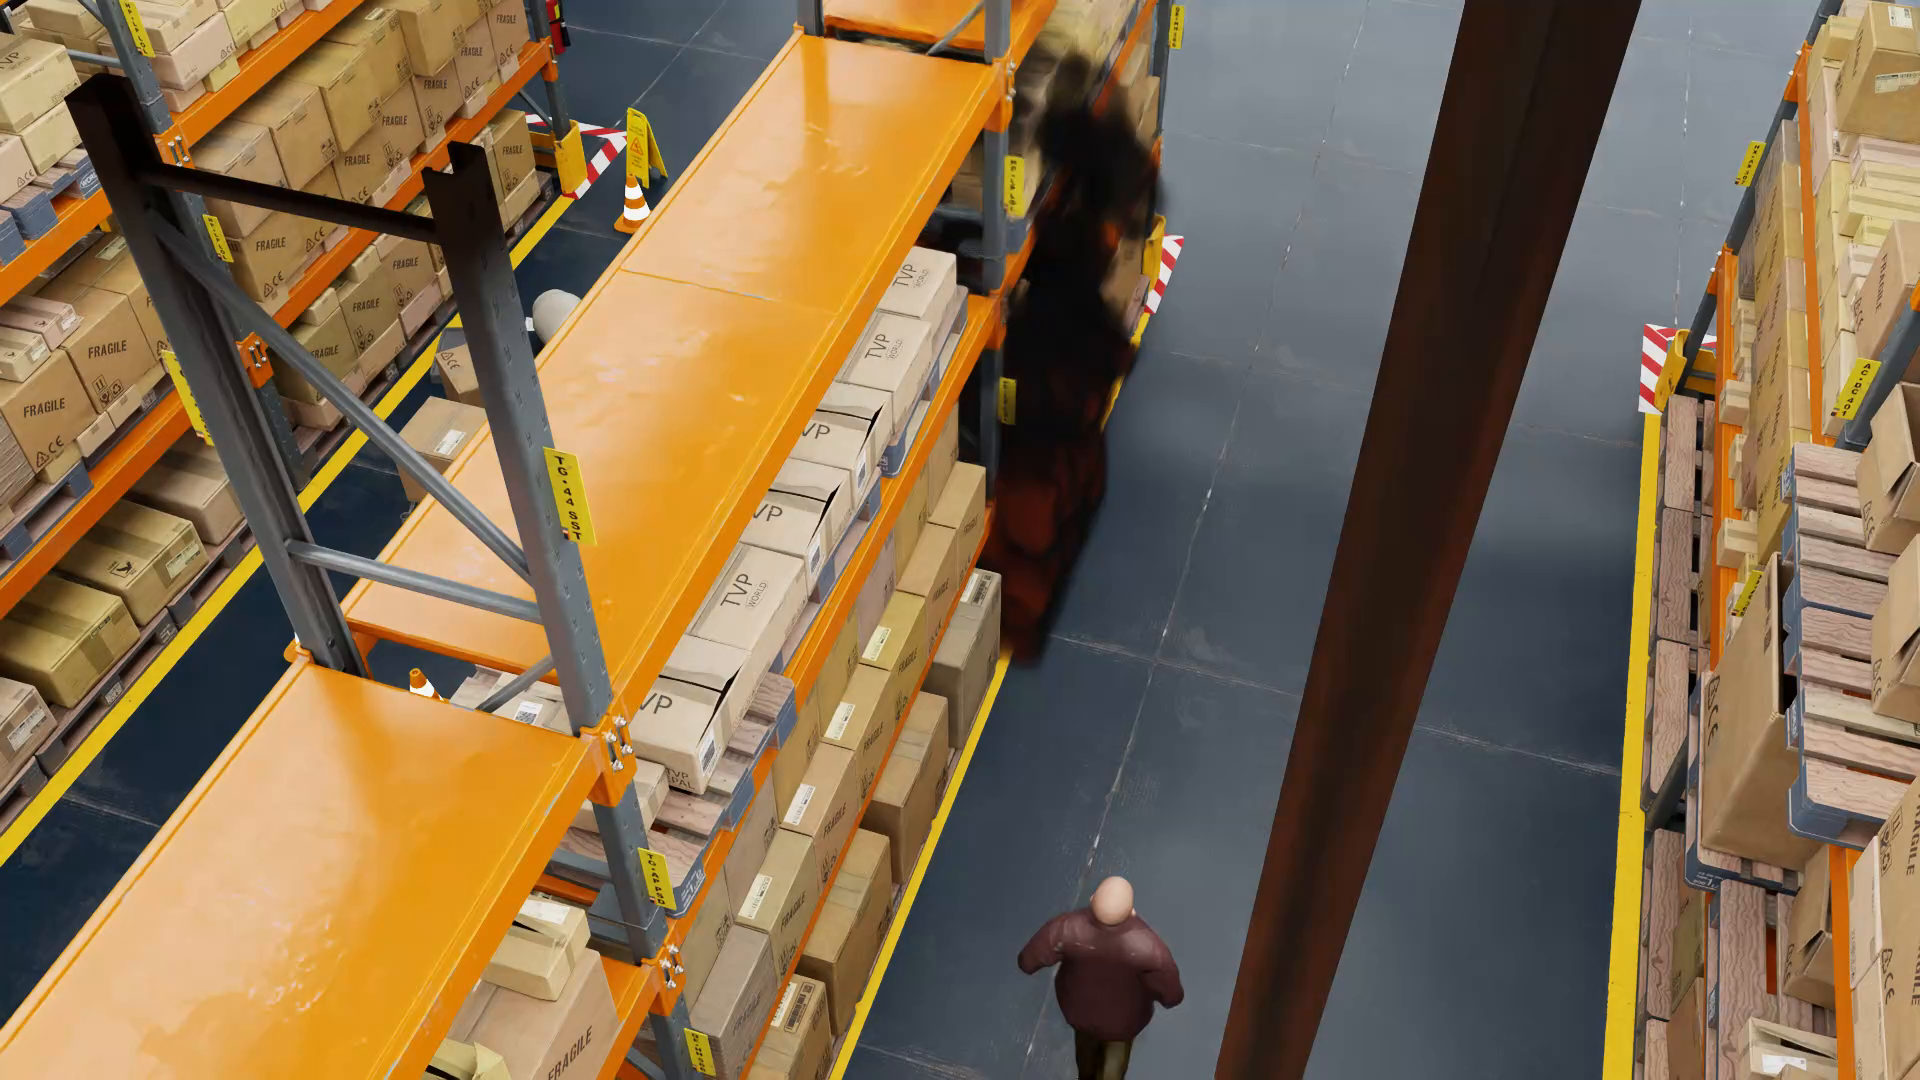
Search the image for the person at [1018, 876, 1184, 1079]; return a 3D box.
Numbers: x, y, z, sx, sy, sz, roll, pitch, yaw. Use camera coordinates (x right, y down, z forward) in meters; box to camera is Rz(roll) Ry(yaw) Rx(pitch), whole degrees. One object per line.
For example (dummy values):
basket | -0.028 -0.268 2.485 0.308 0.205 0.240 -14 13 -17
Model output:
person | 0.624 2.093 7.503 0.736 1.726 0.627 10 47 10
